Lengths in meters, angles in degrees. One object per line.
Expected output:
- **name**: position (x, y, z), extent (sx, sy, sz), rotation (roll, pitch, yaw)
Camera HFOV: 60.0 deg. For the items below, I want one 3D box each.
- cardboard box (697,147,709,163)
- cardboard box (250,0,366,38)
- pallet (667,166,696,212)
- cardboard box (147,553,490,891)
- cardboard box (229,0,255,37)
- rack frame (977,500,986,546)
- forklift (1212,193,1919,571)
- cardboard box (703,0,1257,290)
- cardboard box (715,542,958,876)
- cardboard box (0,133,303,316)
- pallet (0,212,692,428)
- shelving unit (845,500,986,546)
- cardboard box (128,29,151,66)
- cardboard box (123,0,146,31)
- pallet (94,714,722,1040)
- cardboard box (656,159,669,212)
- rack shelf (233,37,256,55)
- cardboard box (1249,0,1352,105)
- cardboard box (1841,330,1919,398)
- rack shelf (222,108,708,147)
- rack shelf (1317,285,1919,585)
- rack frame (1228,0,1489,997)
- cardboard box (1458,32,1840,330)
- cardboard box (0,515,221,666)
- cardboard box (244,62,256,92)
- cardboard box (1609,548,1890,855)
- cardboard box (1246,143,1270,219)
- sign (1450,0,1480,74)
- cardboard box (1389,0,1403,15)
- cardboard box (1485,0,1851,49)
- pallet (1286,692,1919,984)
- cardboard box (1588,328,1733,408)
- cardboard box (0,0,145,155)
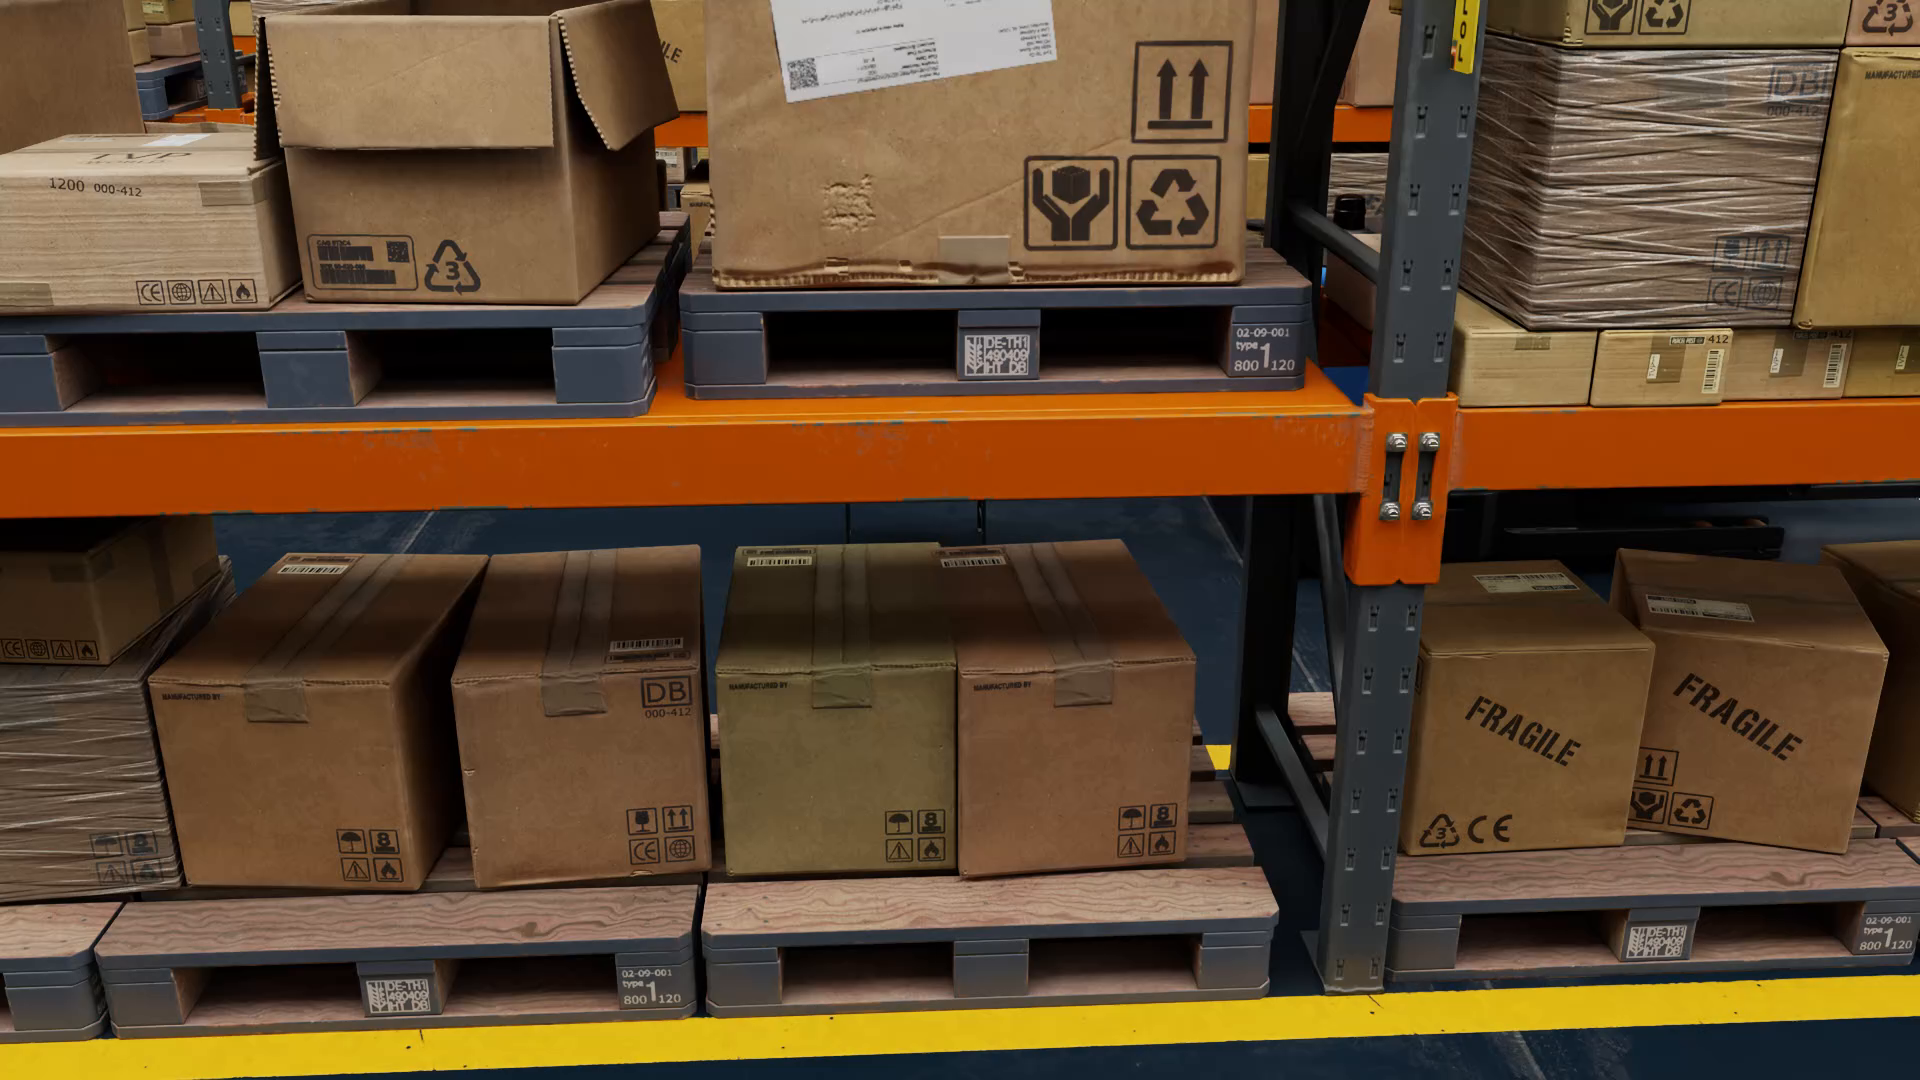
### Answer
- **cardboard box**: position (-1.685, -3.051, 13.021), extent (0.625, 0.372, 0.950), rotation (0, 21, -1)
- **cardboard box**: position (-2.896, -2.247, 7.666), extent (0.500, 0.500, 0.500), rotation (-1, 21, -2)
- **pallet**: position (-1.748, -2.779, 13.124), extent (1.213, 0.211, 1.003), rotation (-1, 21, -3)
- **cardboard box**: position (-1.391, 0.389, 3.778), extent (0.500, 0.500, 0.700), rotation (1, 21, 1)
- **cardboard box**: position (-5.246, -3.850, 12.229), extent (0.500, 0.250, 0.500), rotation (-1, 21, -4)
- **rack frame**: position (0.078, -0.562, 5.912), extent (0.015, 1.200, 0.240), rotation (-1, 21, -3)
- **forklift**: position (2.483, -1.455, 5.824), extent (3.031, 2.935, 1.130), rotation (-2, 21, -4)
- **cardboard box**: position (0.014, -1.114, 3.399), extent (1.000, 1.000, 1.000), rotation (-1, 21, -3)
- **cardboard box**: position (-0.276, 0.366, 3.838), extent (0.500, 0.500, 0.700), rotation (-1, 21, -3)
- **cardboard box**: position (-1.491, -0.601, 3.106), extent (0.500, 0.250, 0.500), rotation (-2, 21, -5)
- **pallet**: position (-1.204, -0.488, 3.457), extent (1.213, 0.211, 1.003), rotation (-1, 21, -3)
- **shelving unit**: position (-0.165, -0.557, 5.899), extent (0.503, 1.200, 0.258), rotation (-1, 21, -3)
- **cardboard box**: position (-3.826, -2.193, 7.427), extent (0.250, 0.149, 0.380), rotation (-1, 21, -2)
- **cardboard box**: position (-3.827, -2.333, 7.378), extent (0.250, 0.149, 0.380), rotation (-1, 21, -2)
- **pallet**: position (-1.182, 0.741, 3.878), extent (1.213, 0.211, 1.003), rotation (-1, 21, -3)
- **cardboard box**: position (-1.874, -1.431, 8.236), extent (0.750, 0.750, 1.050), rotation (-1, 21, -2)
- **rack shelf**: position (-5.740, -3.666, 12.547), extent (4.000, 0.370, 1.077), rotation (-1, 21, -3)
- **cardboard box**: position (1.549, -2.469, 8.180), extent (0.550, 0.550, 0.875), rotation (-1, 21, -3)
- **cardboard box**: position (1.795, -0.408, 3.330), extent (0.250, 0.149, 0.380), rotation (-1, 21, -3)
- **rack shelf**: position (-1.363, -1.991, 8.147), extent (4.000, 0.370, 1.077), rotation (-1, 21, -3)
- **rack shelf**: position (2.812, -0.309, 3.727), extent (4.000, 0.370, 1.077), rotation (-1, 21, -3)
- **rack frame**: position (0.816, -0.604, 3.492), extent (0.127, 3.000, 1.000), rotation (-1, 21, -3)
- **cardboard box**: position (1.268, -0.777, 3.388), extent (0.500, 0.500, 0.875), rotation (-1, 21, -3)
- **cardboard box**: position (-1.982, 0.051, 3.613), extent (0.500, 0.250, 0.500), rotation (1, 21, 3)
- **cardboard box**: position (-5.329, -3.245, 12.826), extent (0.875, 0.875, 0.875), rotation (-1, 21, -2)
- **cardboard box**: position (1.789, 0.359, 3.884), extent (0.500, 0.500, 0.500), rotation (5, 22, 14)
- **cardboard box**: position (1.265, -1.559, 8.397), extent (0.875, 0.875, 0.875), rotation (-1, 21, -2)
- **sign**: position (0.851, -0.948, 2.769), extent (0.005, 0.325, 0.100), rotation (-1, 21, -3)
- **cardboard box**: position (1.249, -1.364, 3.524), extent (0.500, 0.500, 0.500), rotation (-1, 21, -3)
- **cardboard box**: position (1.279, -1.176, 3.030), extent (0.500, 0.500, 0.500), rotation (-1, 21, -3)
- **pallet**: position (1.484, 0.673, 4.057), extent (1.213, 0.211, 1.003), rotation (-1, 21, -3)
- **cardboard box**: position (1.298, -0.385, 3.269), extent (0.250, 0.149, 0.380), rotation (-1, 21, -3)
- **cardboard box**: position (-2.089, -0.838, 3.376), extent (0.500, 0.500, 0.700), rotation (2, 21, 5)
